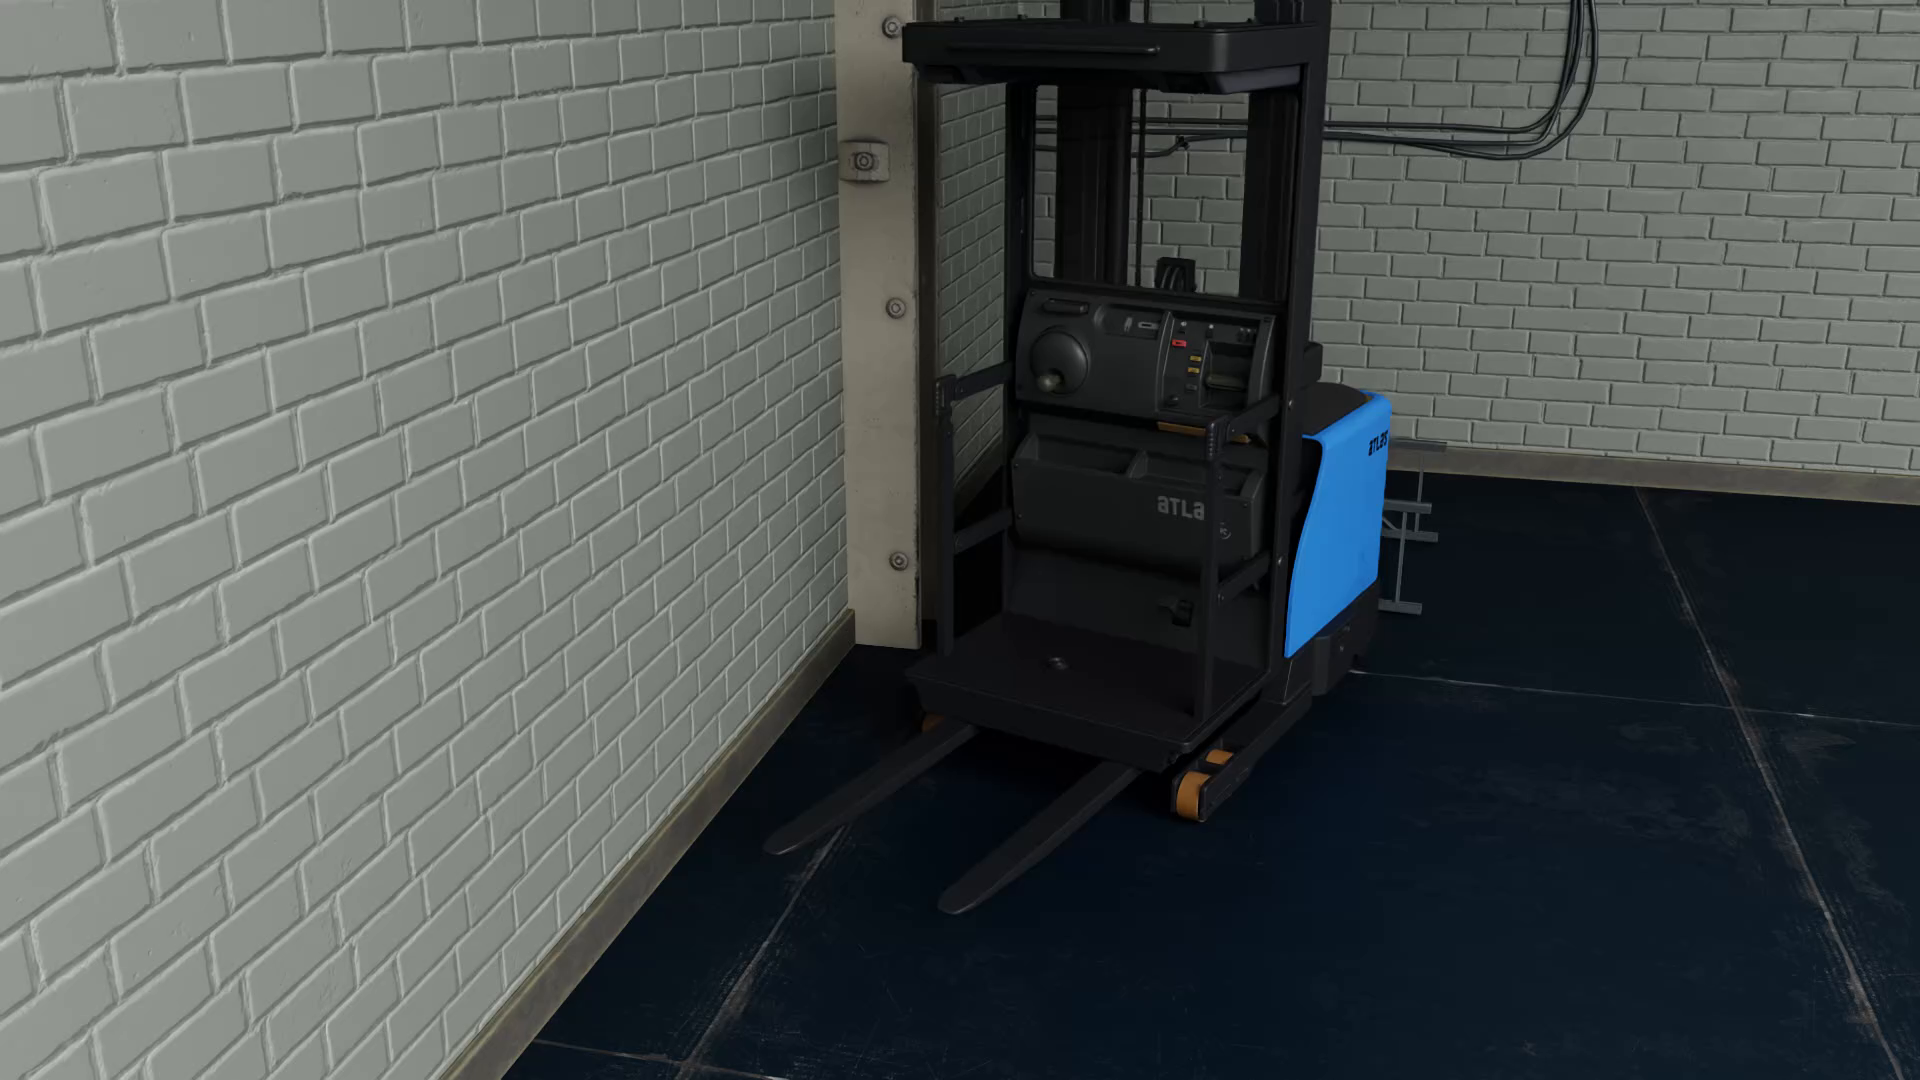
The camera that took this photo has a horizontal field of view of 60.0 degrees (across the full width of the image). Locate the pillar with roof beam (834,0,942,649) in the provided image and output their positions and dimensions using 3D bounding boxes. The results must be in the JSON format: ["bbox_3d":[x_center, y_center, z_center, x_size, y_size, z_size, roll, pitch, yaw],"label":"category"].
[{"bbox_3d":[3.902,-3.541,4.632,9.100,9.000,0.400,5,19,13],"label":"pillar with roof beam"}]

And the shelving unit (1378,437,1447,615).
[{"bbox_3d":[1.451,-0.151,7.798,1.500,0.538,1.048,6,20,18],"label":"shelving unit"}]

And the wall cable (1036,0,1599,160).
[{"bbox_3d":[1.729,-3.230,8.527,3.097,2.526,0.112,5,19,13],"label":"wall cable"}]

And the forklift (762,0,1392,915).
[{"bbox_3d":[0.506,-0.631,5.499,1.130,2.935,3.031,11,22,30],"label":"forklift"}]

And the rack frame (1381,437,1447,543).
[{"bbox_3d":[1.617,-0.307,8.252,1.500,0.500,0.032,6,20,18],"label":"rack frame"}]

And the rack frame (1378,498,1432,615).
[{"bbox_3d":[1.285,0.004,7.343,1.500,0.500,0.032,6,20,18],"label":"rack frame"}]
